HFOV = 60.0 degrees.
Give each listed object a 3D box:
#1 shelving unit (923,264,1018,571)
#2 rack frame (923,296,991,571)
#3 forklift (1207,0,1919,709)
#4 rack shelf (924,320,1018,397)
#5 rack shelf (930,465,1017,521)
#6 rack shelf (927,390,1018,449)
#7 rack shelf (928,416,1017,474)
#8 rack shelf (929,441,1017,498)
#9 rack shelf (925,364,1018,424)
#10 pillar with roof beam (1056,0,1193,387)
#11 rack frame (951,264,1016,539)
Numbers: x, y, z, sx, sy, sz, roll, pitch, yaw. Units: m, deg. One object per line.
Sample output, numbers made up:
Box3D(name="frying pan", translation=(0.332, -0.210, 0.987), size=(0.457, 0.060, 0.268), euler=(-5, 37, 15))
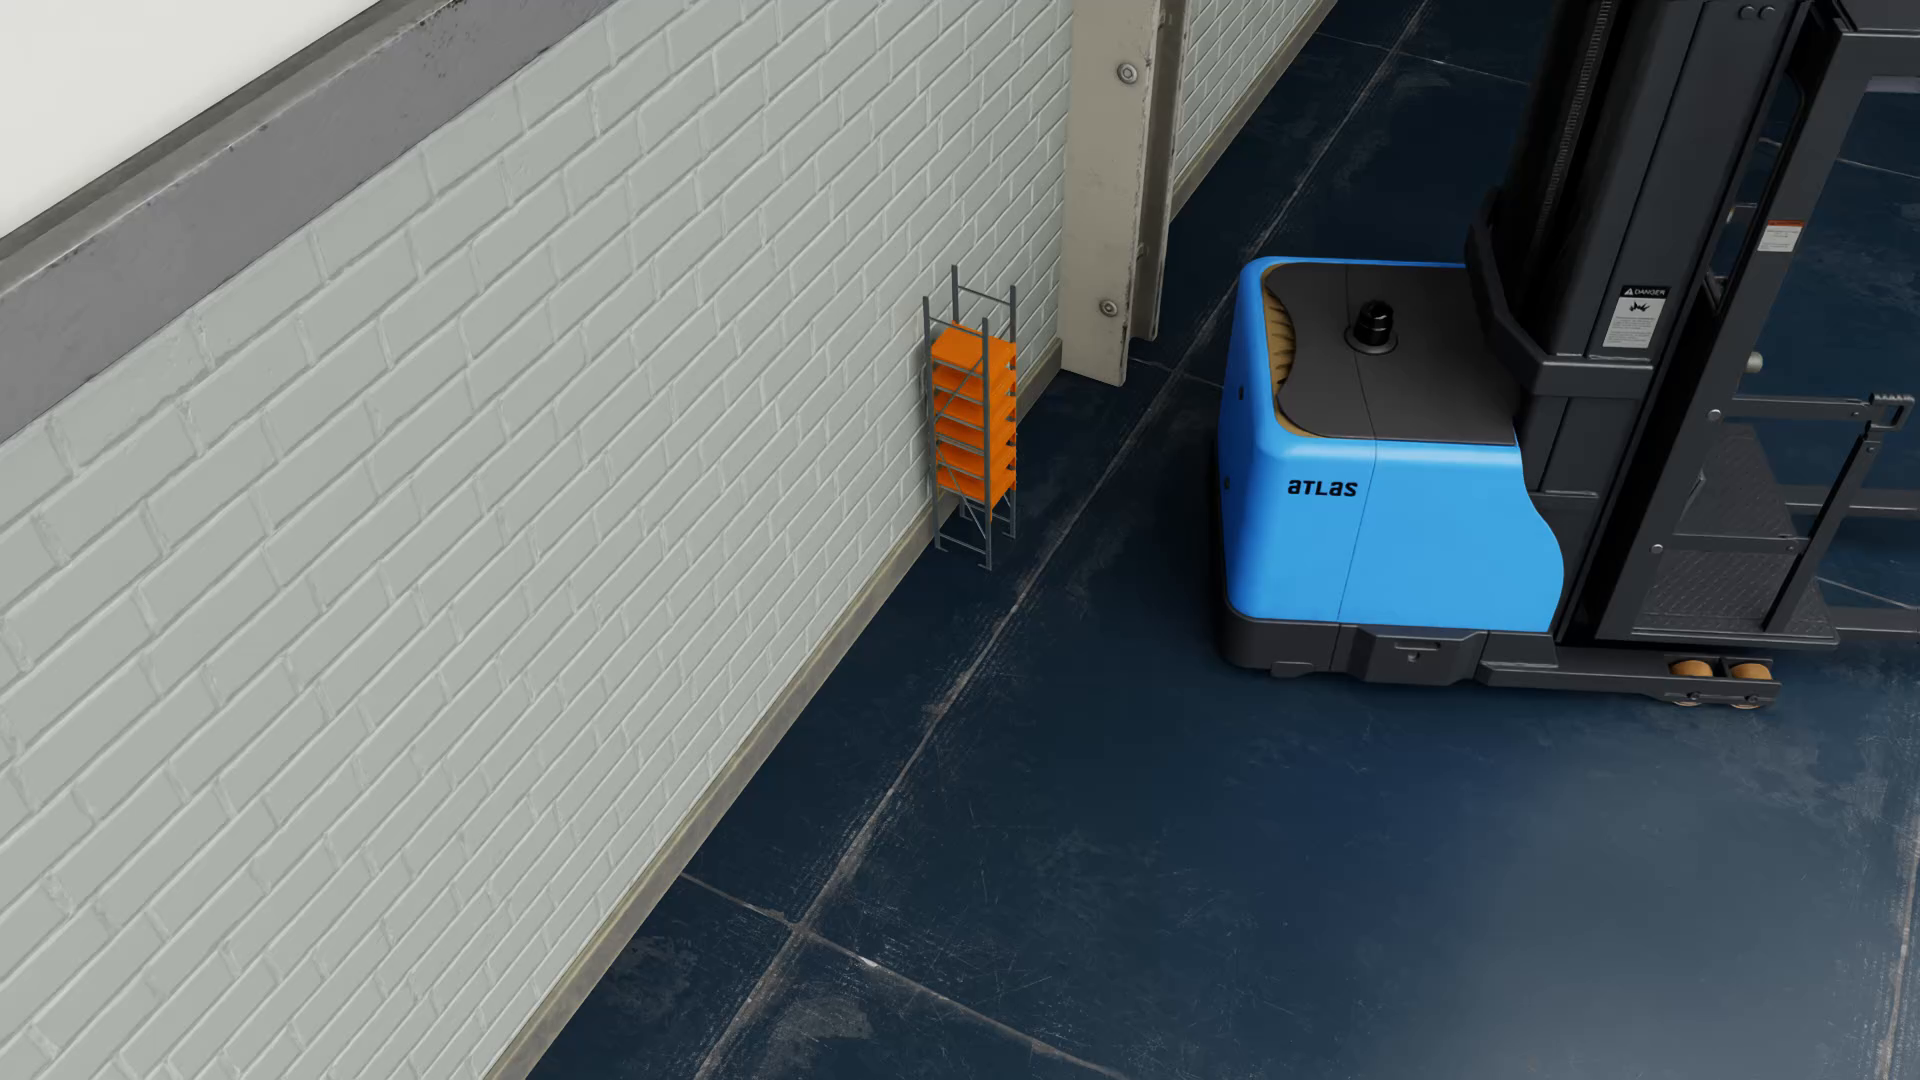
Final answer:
Box3D(name="shelving unit", translation=(0.044, -0.395, 5.791), size=(0.258, 1.200, 0.189), euler=(22, 52, 21))
Box3D(name="rack frame", translation=(-0.002, -0.336, 5.739), size=(0.240, 1.200, 0.006), euler=(22, 52, 21))
Box3D(name="forklift", translation=(2.431, -0.847, 5.027), size=(3.031, 2.935, 1.130), euler=(3, 45, 3))
Box3D(name="rack shelf", translation=(0.037, -0.608, 5.558), size=(0.258, 0.103, 0.180), euler=(22, 52, 21))
Box3D(name="rack shelf", translation=(0.050, -0.203, 6.001), size=(0.258, 0.103, 0.180), euler=(22, 52, 21))
Box3D(name="rack shelf", translation=(0.042, -0.446, 5.735), size=(0.258, 0.103, 0.180), euler=(22, 52, 21))
Box3D(name="rack shelf", translation=(0.045, -0.365, 5.824), size=(0.258, 0.103, 0.180), euler=(22, 52, 21))
Box3D(name="rack shelf", translation=(0.047, -0.284, 5.912), size=(0.258, 0.103, 0.180), euler=(22, 52, 21))
Box3D(name="rack shelf", translation=(0.040, -0.527, 5.647), size=(0.258, 0.103, 0.180), euler=(22, 52, 21))
Box3D(name="pillar with roof beam", translation=(4.432, -2.549, 2.442), size=(9.100, 9.000, 0.400), euler=(20, 49, 19))
Box3D(name="rack frame", translation=(0.090, -0.454, 5.844), size=(0.240, 1.200, 0.006), euler=(22, 52, 21))
